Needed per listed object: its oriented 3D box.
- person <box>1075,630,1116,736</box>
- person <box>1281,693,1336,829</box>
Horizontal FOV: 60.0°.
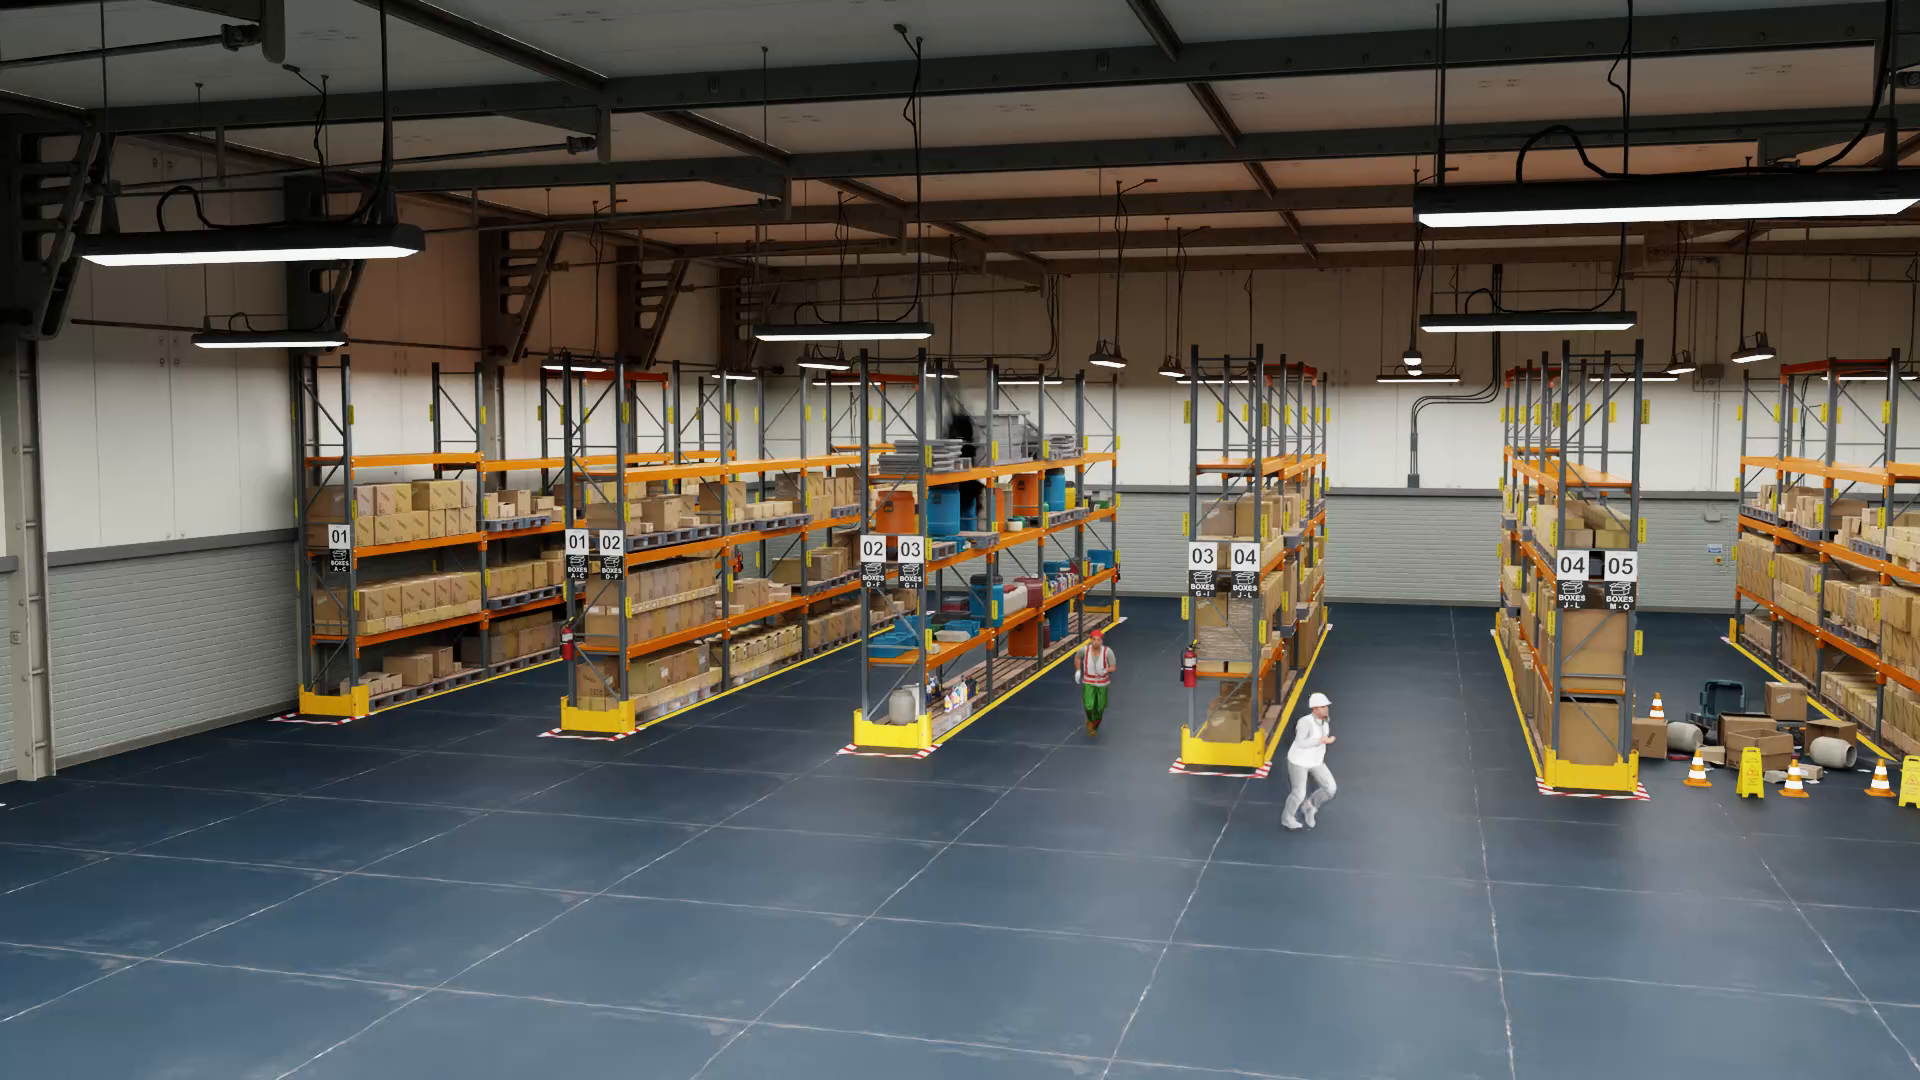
[{"bbox_3d":[2.080,2.208,25.506,0.618,1.686,0.768,0,4,2],"label":"person"},{"bbox_3d":[4.176,2.645,19.814,0.637,1.696,0.855,-3,5,-35],"label":"person"}]
